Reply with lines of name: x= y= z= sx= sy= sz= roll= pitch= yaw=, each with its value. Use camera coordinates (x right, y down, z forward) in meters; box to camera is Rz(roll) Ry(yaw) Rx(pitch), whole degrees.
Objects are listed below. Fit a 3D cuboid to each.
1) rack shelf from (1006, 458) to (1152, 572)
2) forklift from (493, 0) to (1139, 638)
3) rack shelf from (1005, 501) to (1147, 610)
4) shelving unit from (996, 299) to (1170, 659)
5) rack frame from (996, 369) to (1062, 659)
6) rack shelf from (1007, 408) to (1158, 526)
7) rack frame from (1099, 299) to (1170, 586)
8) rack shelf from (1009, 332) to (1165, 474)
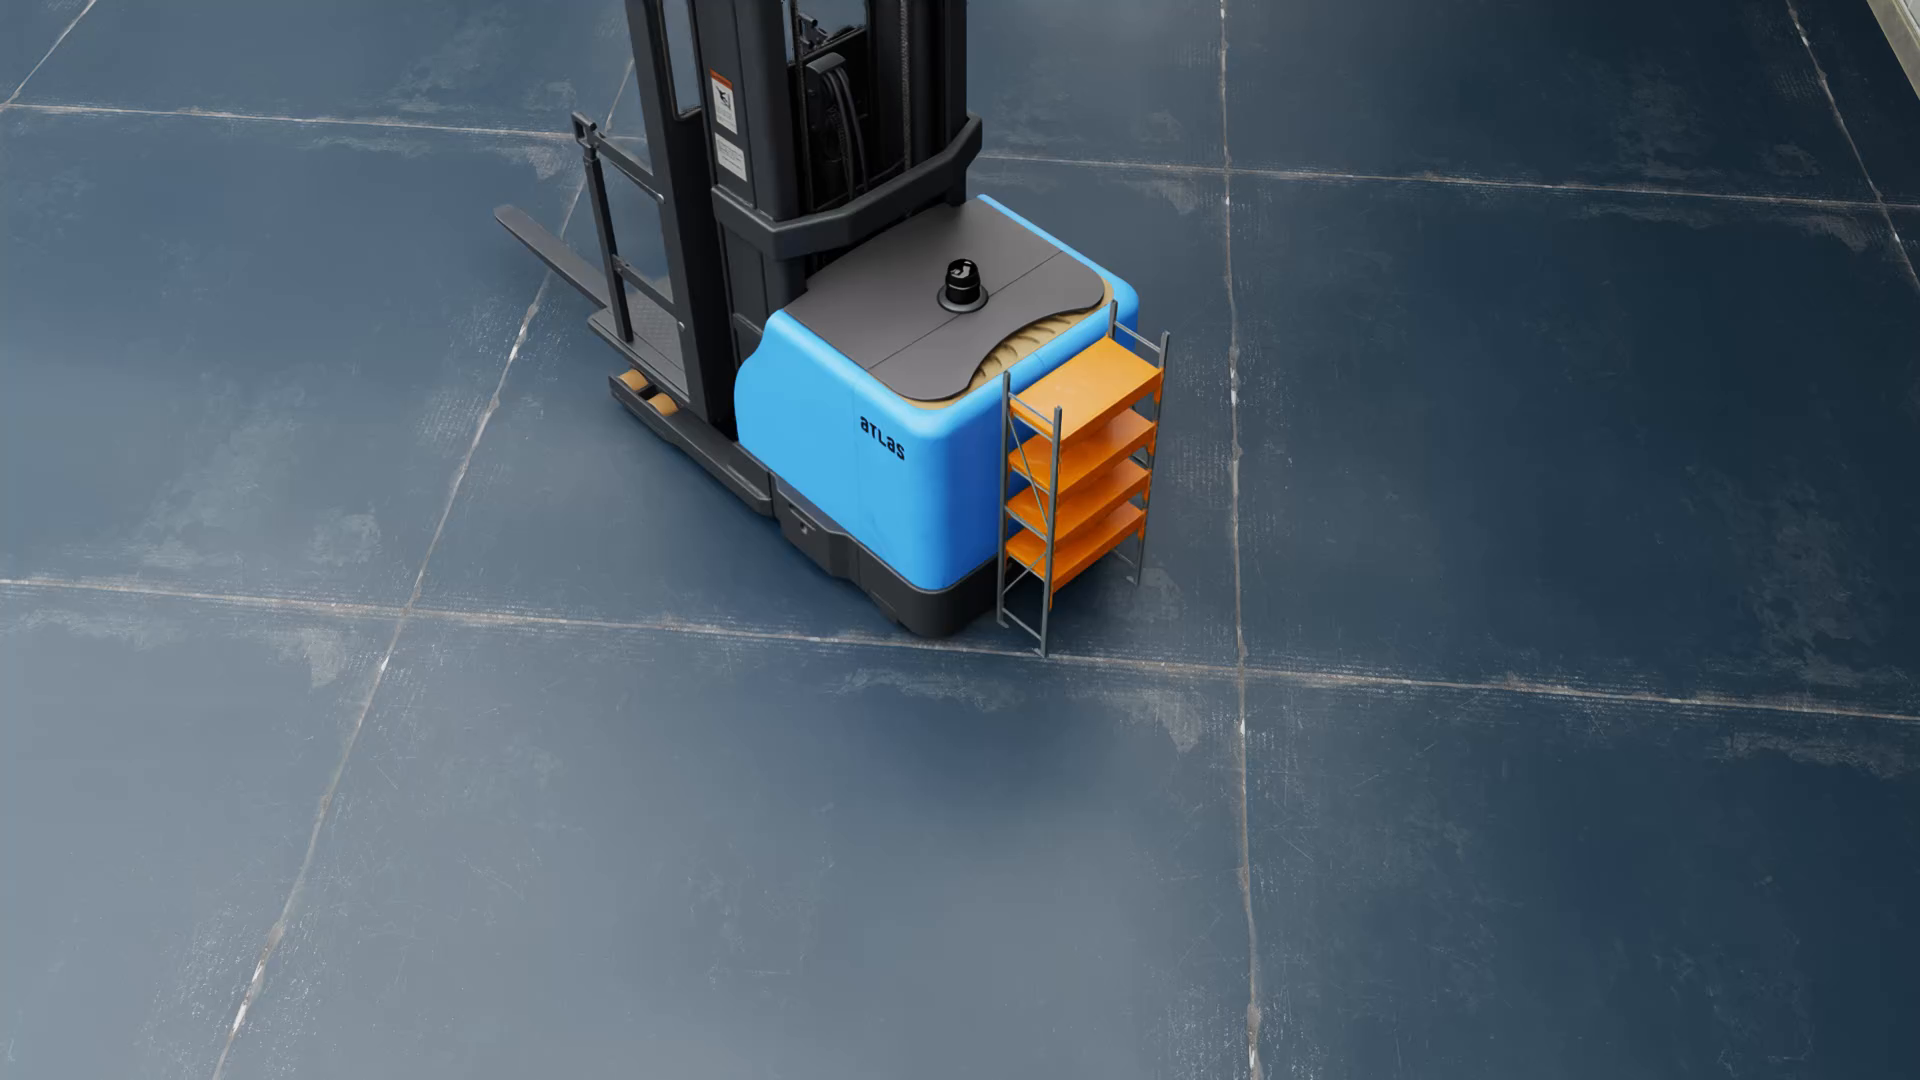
rack shelf: x=0.395 y=-0.132 z=5.649 sx=0.480 sy=0.148 sz=0.258 roll=-35 pitch=57 yaw=-28
forklift: x=-0.759 y=-1.641 z=5.764 sx=1.130 sy=2.935 sz=3.031 roll=-35 pitch=56 yaw=-28
rack shelf: x=0.395 y=0.002 z=5.795 sx=0.480 sy=0.148 sz=0.258 roll=-35 pitch=57 yaw=-28
shelving unit: x=0.395 y=-0.177 z=5.599 sx=0.503 sy=1.200 sz=0.258 roll=-35 pitch=57 yaw=-28
rack frame: x=0.219 y=-0.052 z=5.485 sx=0.015 sy=1.200 sz=0.240 roll=-35 pitch=57 yaw=-28
rack shelf: x=0.395 y=-0.283 z=5.484 sx=0.480 sy=0.148 sz=0.258 roll=-35 pitch=57 yaw=-28
rack frame: x=0.570 y=-0.302 z=5.713 sx=0.015 sy=1.200 sz=0.240 roll=-35 pitch=57 yaw=-28
rack shelf: x=0.395 y=-0.442 z=5.309 sx=0.480 sy=0.148 sz=0.258 roll=-35 pitch=57 yaw=-28
